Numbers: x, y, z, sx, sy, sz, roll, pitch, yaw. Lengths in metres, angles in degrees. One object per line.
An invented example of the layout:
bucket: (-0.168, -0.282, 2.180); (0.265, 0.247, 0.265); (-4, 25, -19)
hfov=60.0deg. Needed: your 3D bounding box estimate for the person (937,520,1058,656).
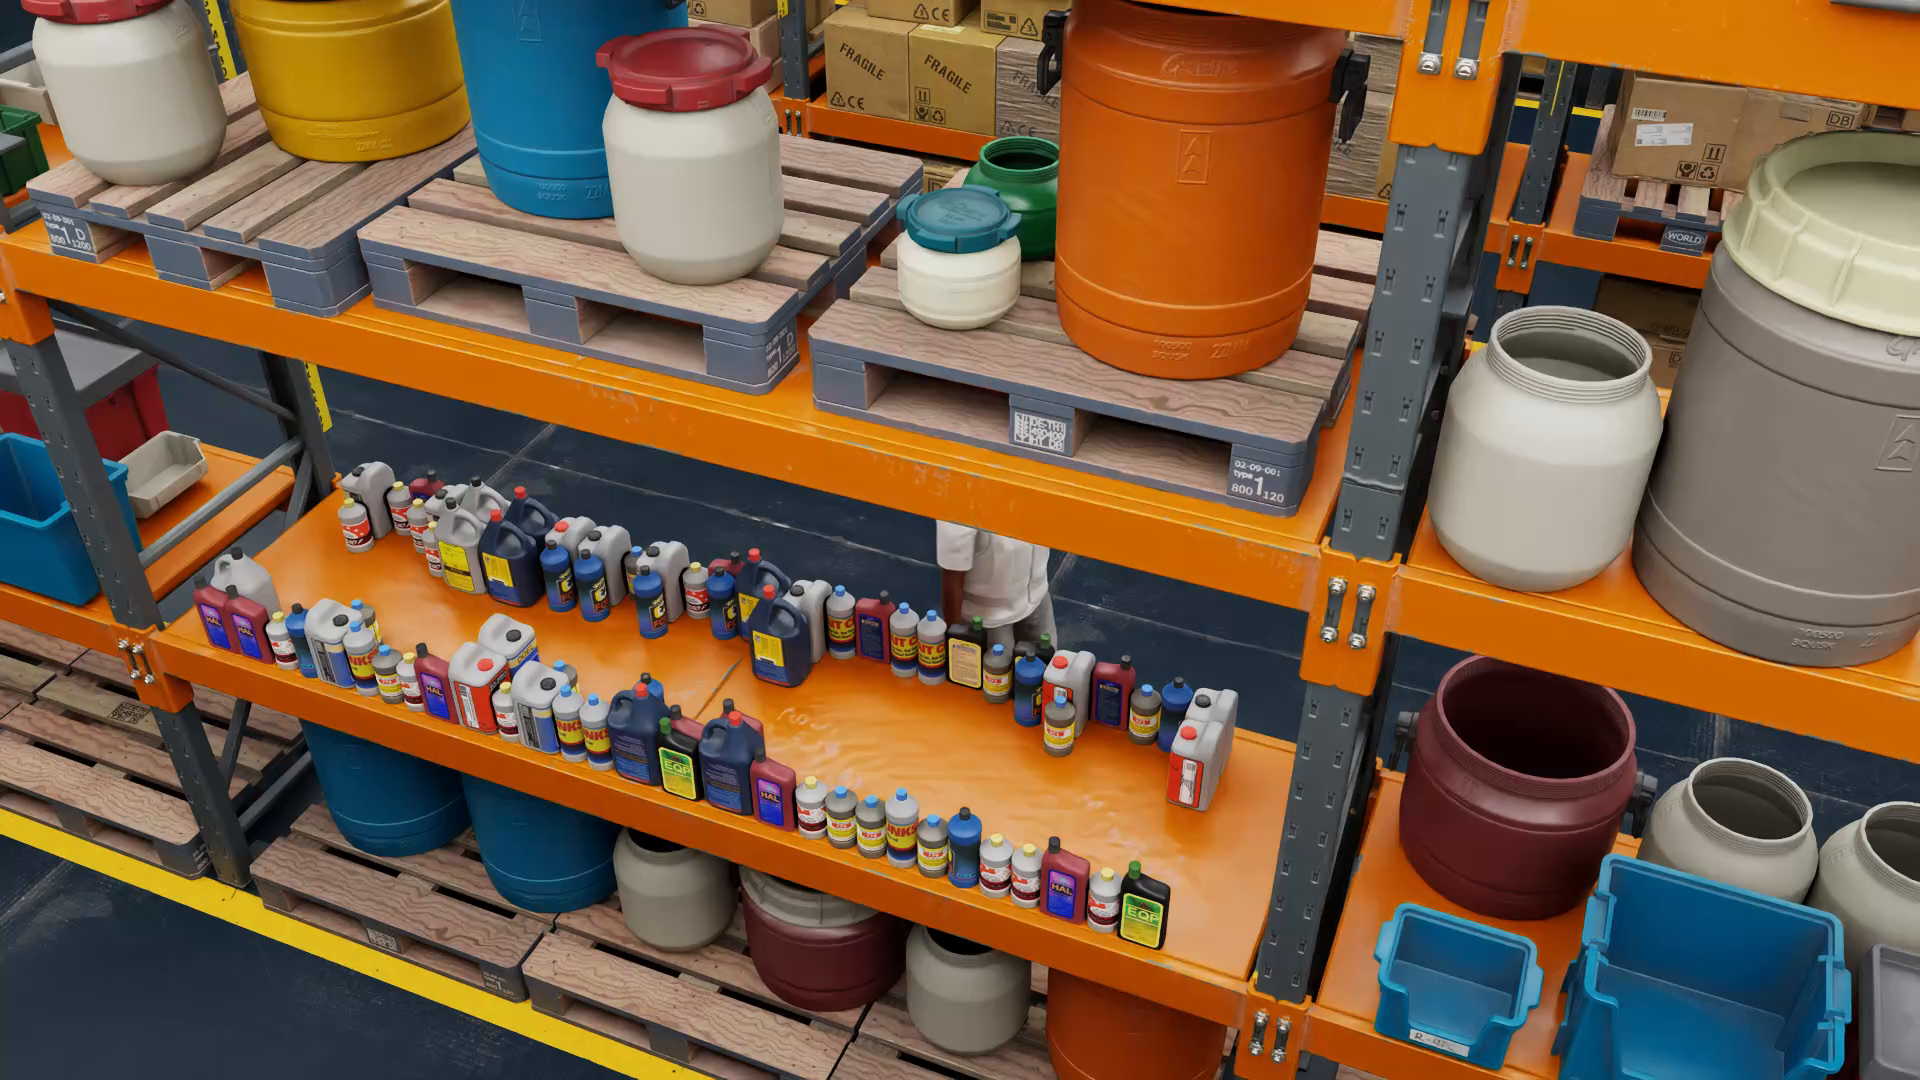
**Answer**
person: (0.156, 0.250, 6.487); (0.525, 1.791, 0.600); (26, 45, 30)
